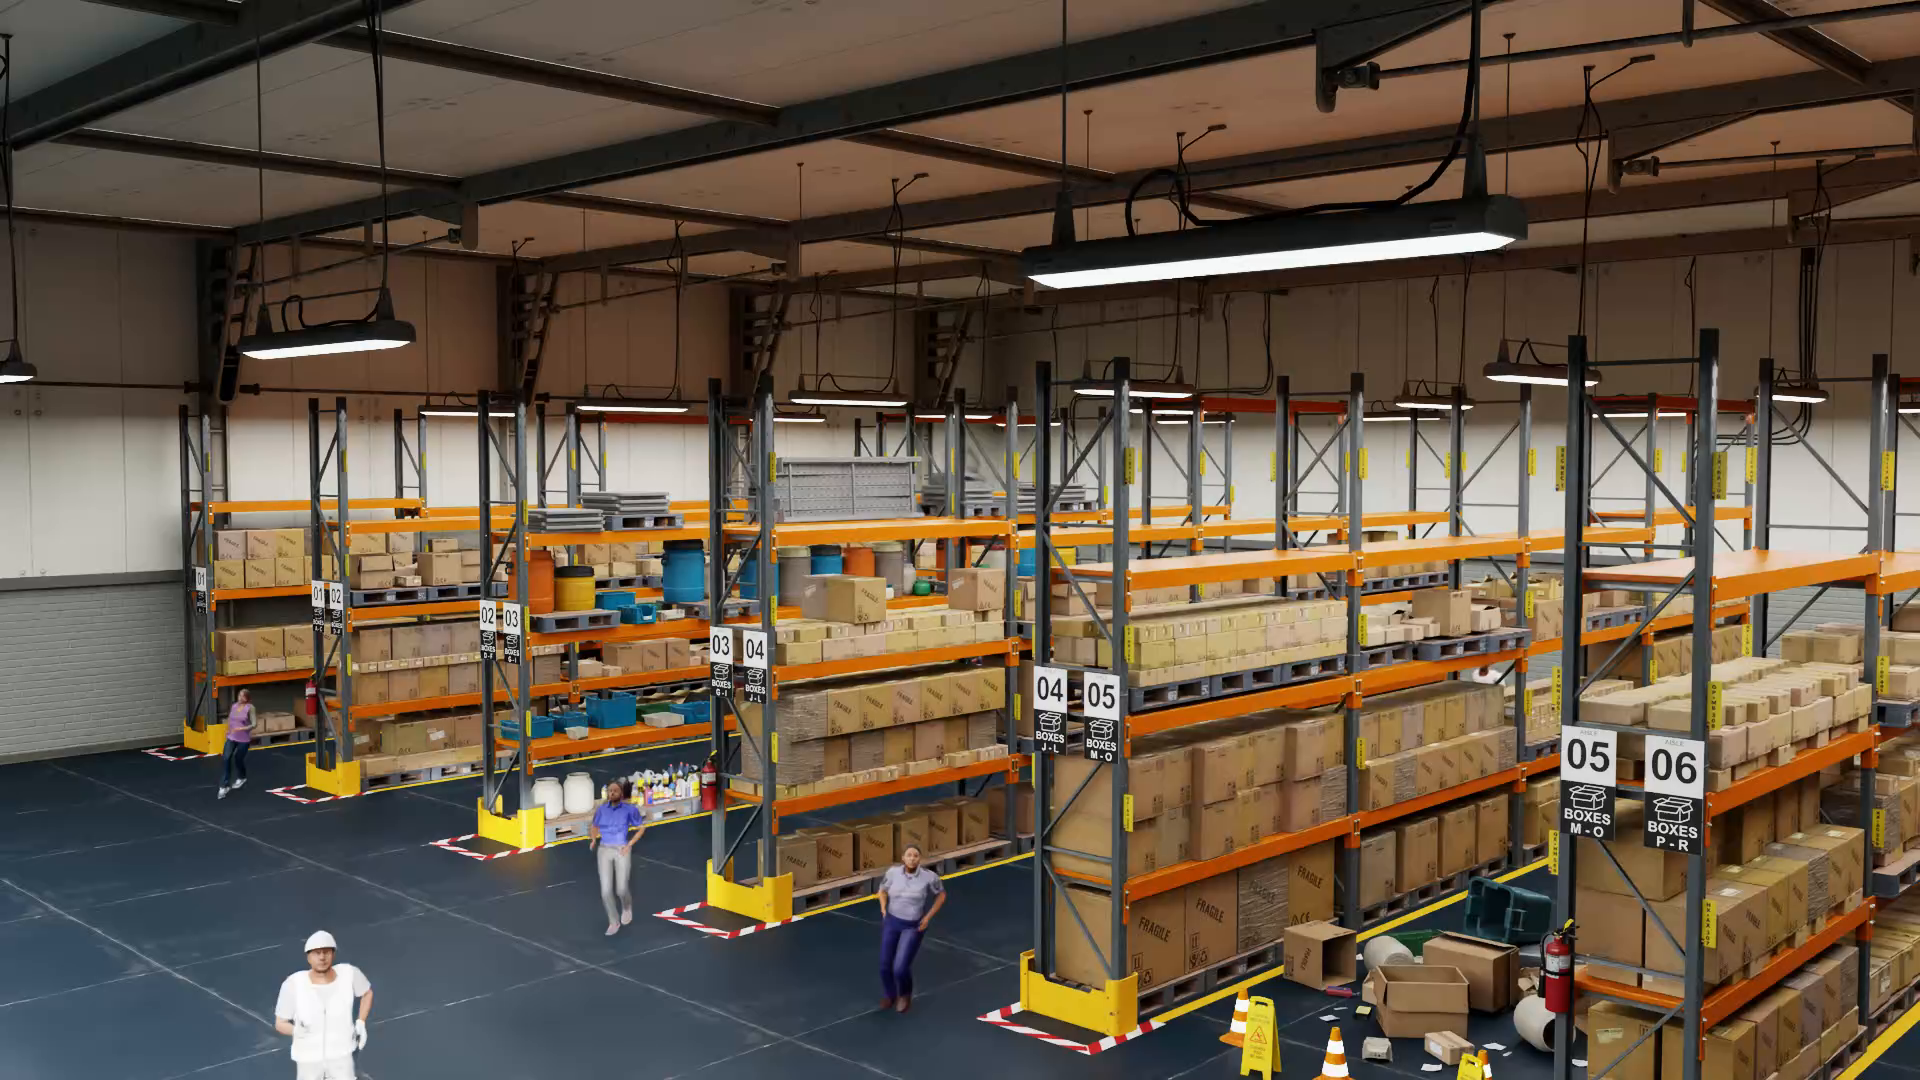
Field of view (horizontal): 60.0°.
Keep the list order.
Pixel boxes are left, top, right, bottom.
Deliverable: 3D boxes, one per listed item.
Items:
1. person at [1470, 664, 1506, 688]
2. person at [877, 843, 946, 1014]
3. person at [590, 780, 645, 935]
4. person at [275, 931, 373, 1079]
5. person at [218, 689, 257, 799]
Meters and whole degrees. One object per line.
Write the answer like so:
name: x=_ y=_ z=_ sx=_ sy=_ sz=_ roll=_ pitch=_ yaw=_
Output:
person: x=8.831 y=2.806 z=27.937 sx=0.710 sy=1.785 sz=0.877 roll=3 pitch=4 yaw=42
person: x=-0.492 y=3.569 z=15.226 sx=0.612 sy=1.597 sz=0.554 roll=1 pitch=3 yaw=19
person: x=-3.724 y=3.427 z=18.004 sx=0.601 sy=1.651 sz=0.552 roll=0 pitch=3 yaw=1
person: x=-4.459 y=3.663 z=11.698 sx=0.657 sy=1.803 sz=0.667 roll=-1 pitch=3 yaw=-22
person: x=-10.877 y=3.040 z=25.105 sx=0.550 sy=1.579 sz=0.808 roll=0 pitch=3 yaw=0
